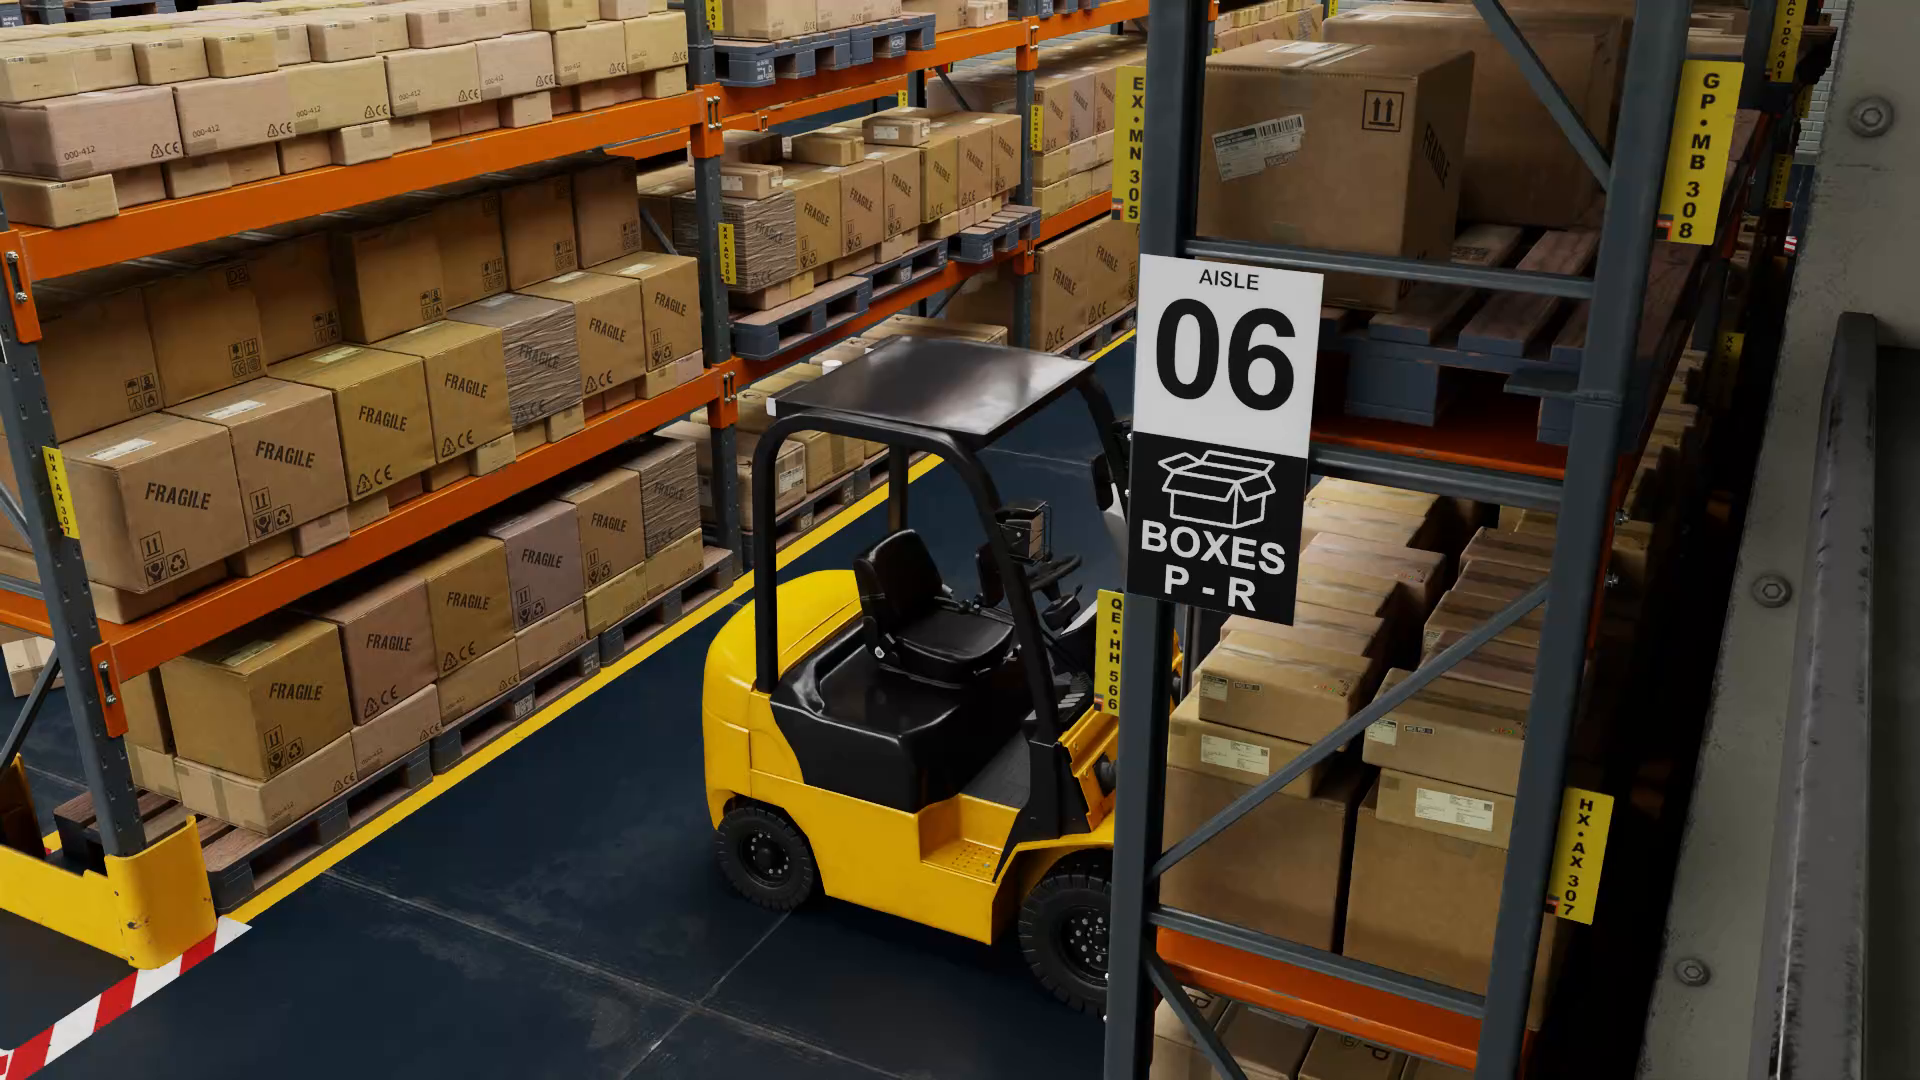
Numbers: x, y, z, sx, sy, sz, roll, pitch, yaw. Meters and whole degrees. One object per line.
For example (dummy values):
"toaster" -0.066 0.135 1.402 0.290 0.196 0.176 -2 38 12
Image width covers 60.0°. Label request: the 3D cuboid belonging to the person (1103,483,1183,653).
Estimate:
"person" 1.053 -0.071 8.479 0.646 1.559 0.412 11 25 24
